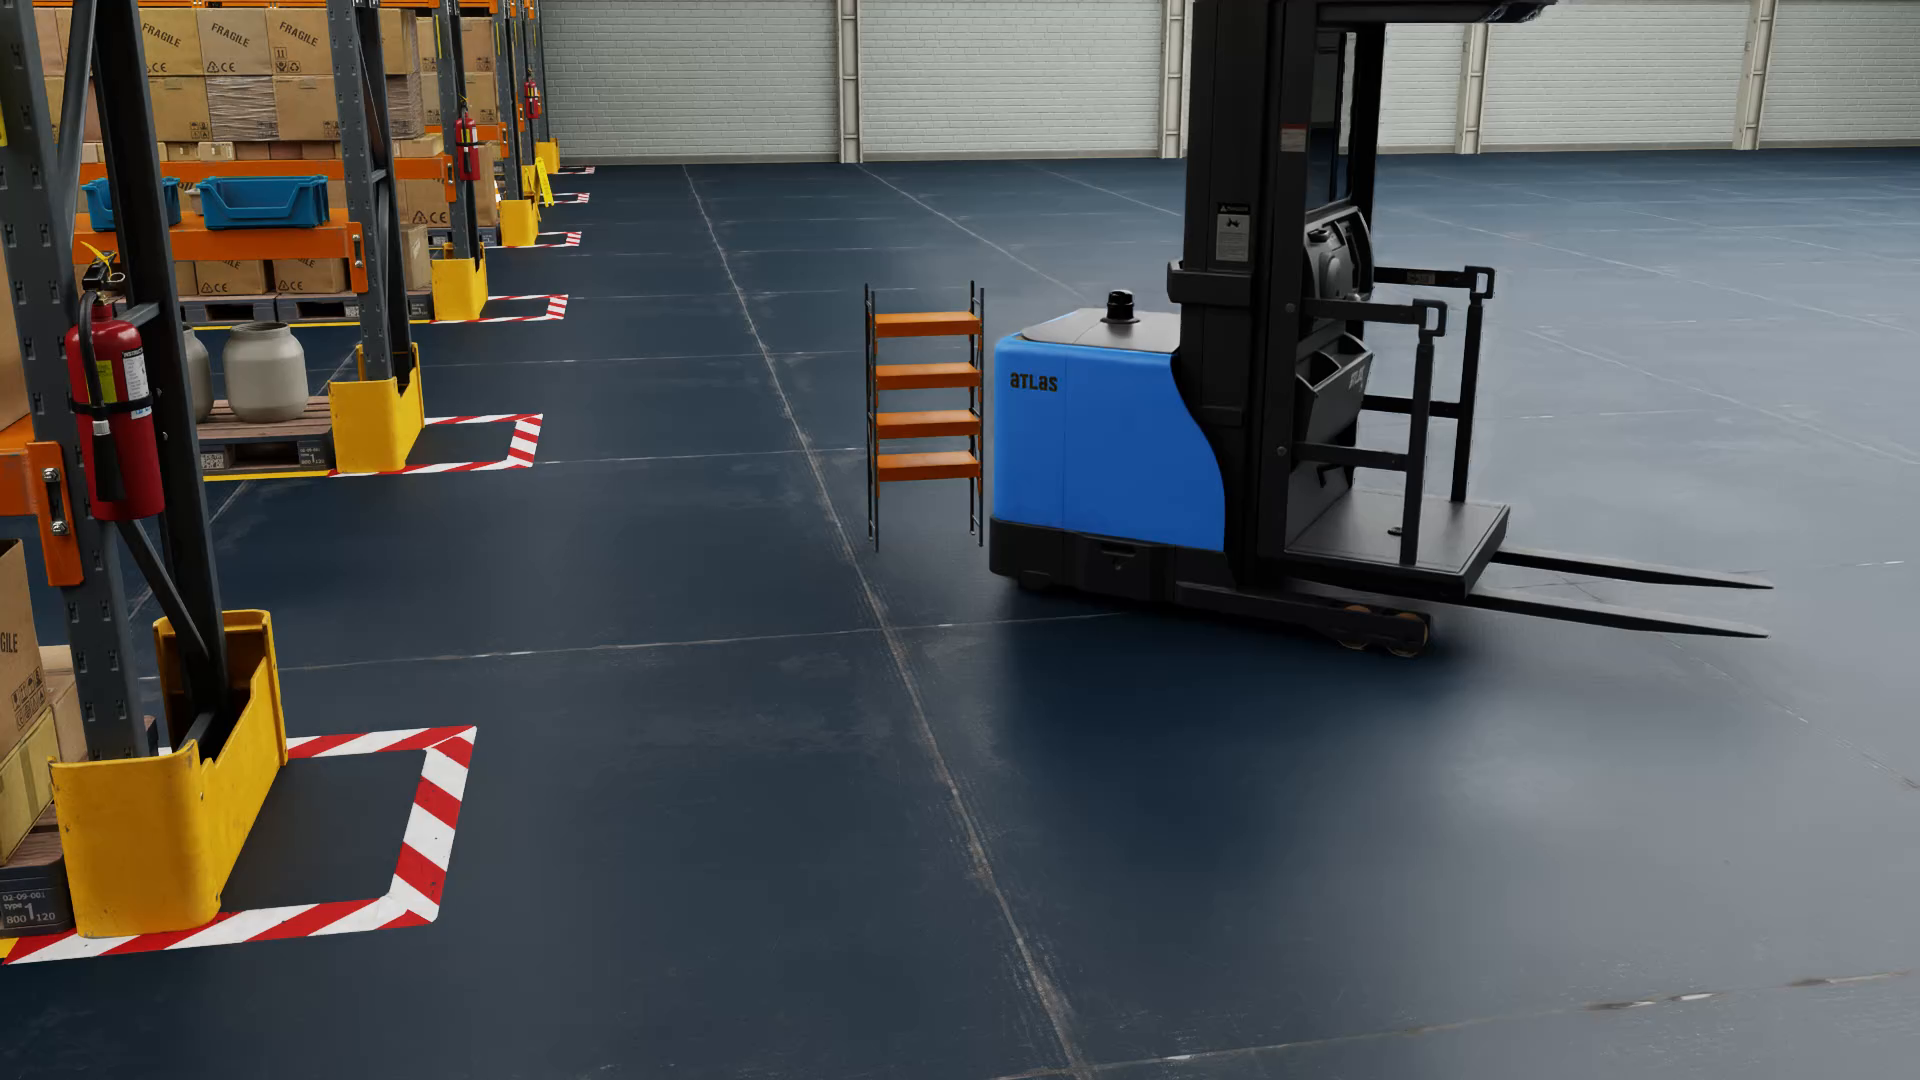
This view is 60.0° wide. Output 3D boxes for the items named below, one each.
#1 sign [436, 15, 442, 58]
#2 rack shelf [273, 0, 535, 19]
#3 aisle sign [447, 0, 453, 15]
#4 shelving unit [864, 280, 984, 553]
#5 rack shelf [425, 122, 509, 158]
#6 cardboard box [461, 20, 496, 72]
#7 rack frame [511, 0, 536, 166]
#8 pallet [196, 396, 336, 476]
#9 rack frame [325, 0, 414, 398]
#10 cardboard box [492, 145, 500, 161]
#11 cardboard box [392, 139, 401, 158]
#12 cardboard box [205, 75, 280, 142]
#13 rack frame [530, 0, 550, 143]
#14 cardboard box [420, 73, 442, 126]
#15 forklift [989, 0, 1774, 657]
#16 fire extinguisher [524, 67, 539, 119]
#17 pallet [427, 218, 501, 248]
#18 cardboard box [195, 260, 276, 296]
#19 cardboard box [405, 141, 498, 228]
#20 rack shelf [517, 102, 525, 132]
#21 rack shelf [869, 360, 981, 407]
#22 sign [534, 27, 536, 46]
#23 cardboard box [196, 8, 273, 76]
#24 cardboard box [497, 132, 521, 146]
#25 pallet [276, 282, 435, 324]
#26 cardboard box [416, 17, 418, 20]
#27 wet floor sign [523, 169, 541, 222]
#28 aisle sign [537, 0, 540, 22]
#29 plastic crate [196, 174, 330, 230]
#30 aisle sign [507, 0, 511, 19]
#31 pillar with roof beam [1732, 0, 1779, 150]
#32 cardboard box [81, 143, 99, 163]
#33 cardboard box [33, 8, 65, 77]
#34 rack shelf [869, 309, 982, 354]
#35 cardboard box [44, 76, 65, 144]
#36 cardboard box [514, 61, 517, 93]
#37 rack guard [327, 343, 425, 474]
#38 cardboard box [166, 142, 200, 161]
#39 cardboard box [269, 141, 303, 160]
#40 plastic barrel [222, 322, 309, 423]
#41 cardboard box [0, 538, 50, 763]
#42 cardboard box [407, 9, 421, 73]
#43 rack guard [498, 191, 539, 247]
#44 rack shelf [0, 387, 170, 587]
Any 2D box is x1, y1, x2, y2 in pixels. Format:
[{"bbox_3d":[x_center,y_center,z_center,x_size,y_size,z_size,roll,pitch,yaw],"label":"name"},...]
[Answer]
[{"bbox_3d":[-4.096,-3.954,13.067,0.005,0.325,0.100,-3,17,-10],"label":"sign"},{"bbox_3d":[-8.970,-8.677,27.070,4.000,0.370,1.077,-3,17,-10],"label":"rack shelf"},{"bbox_3d":[-4.064,-4.571,13.156,0.004,0.787,0.394,-3,17,-10],"label":"aisle sign"},{"bbox_3d":[-0.163,-0.564,7.606,0.503,1.200,0.258,-3,17,-10],"label":"shelving unit"},{"bbox_3d":[-6.987,-4.391,18.225,4.000,0.370,1.077,-3,17,-10],"label":"rack shelf"},{"bbox_3d":[-5.395,-5.425,18.270,0.550,0.550,0.875,-3,17,-10],"label":"cardboard box"},{"bbox_3d":[-6.061,-6.268,23.109,0.127,3.000,1.000,-3,17,-10],"label":"rack frame"},{"bbox_3d":[-4.106,-0.589,9.369,1.213,0.211,1.003,-3,17,-10],"label":"pallet"},{"bbox_3d":[-3.242,-1.983,9.159,0.127,3.000,1.000,-3,17,-10],"label":"rack frame"},{"bbox_3d":[-7.898,-6.443,27.646,0.500,0.250,0.500,-3,17,-10],"label":"cardboard box"},{"bbox_3d":[-4.668,-3.202,13.555,0.250,0.149,0.380,-3,17,-10],"label":"cardboard box"},{"bbox_3d":[-5.694,-3.500,13.422,0.500,0.500,0.875,-3,17,-10],"label":"cardboard box"},{"bbox_3d":[-7.007,-7.698,27.767,0.127,3.000,1.000,-3,17,-10],"label":"rack frame"},{"bbox_3d":[-5.915,-4.847,18.230,0.550,0.550,0.875,-3,17,-10],"label":"cardboard box"},{"bbox_3d":[1.679,-1.131,6.503,3.031,2.935,1.130,8,19,25],"label":"forklift"},{"bbox_3d":[-5.862,-6.104,22.709,0.183,0.674,0.296,-3,17,-10],"label":"fire extinguisher"},{"bbox_3d":[-5.793,-3.446,18.673,1.213,0.211,1.003,-3,17,-10],"label":"pallet"},{"bbox_3d":[-5.996,-2.314,13.780,0.500,0.500,0.500,-2,17,-5],"label":"cardboard box"},{"bbox_3d":[-5.676,-3.975,18.547,0.875,0.875,0.875,-3,17,-10],"label":"cardboard box"},{"bbox_3d":[-8.025,-5.812,22.852,4.000,0.370,1.077,-3,17,-10],"label":"rack shelf"},{"bbox_3d":[-0.163,-0.714,7.560,0.480,0.148,0.258,-3,17,-10],"label":"rack shelf"},{"bbox_3d":[-6.917,-8.208,27.051,0.005,0.325,0.100,-3,17,-10],"label":"sign"},{"bbox_3d":[-5.656,-3.920,13.087,0.500,0.500,0.500,-3,17,-10],"label":"cardboard box"},{"bbox_3d":[-7.425,-6.707,27.654,0.500,0.250,0.500,-3,17,-11],"label":"cardboard box"},{"bbox_3d":[-5.060,-2.039,14.090,1.213,0.211,1.003,-3,17,-10],"label":"pallet"},{"bbox_3d":[-7.501,-6.760,22.333,0.500,0.500,0.700,-3,17,-11],"label":"cardboard box"},{"bbox_3d":[-5.370,-4.293,20.691,0.232,0.644,0.267,-6,18,-20],"label":"wet floor sign"},{"bbox_3d":[-6.887,-8.860,27.122,0.004,0.787,0.394,-3,17,-10],"label":"aisle sign"},{"bbox_3d":[-3.677,-1.798,8.810,0.616,0.251,0.499,-3,17,-10],"label":"plastic crate"},{"bbox_3d":[-5.010,-6.179,18.394,0.004,0.787,0.394,-3,17,-10],"label":"aisle sign"},{"bbox_3d":[16.520,-10.883,27.918,0.400,9.000,9.100,-3,17,-10],"label":"pillar with roof beam"},{"bbox_3d":[-6.856,-3.044,13.042,0.250,0.149,0.380,-3,17,-10],"label":"cardboard box"},{"bbox_3d":[-7.128,-3.836,12.813,0.500,0.500,0.500,-3,17,-10],"label":"cardboard box"},{"bbox_3d":[-0.163,-0.940,7.490,0.480,0.148,0.258,-3,17,-10],"label":"rack shelf"},{"bbox_3d":[-7.158,-3.403,13.105,0.500,0.500,0.875,-3,17,-10],"label":"cardboard box"},{"bbox_3d":[-7.440,-7.643,27.417,0.500,0.500,0.500,-4,17,-12],"label":"cardboard box"},{"bbox_3d":[-3.308,-0.770,9.468,0.348,0.500,1.175,-3,17,-10],"label":"rack guard"},{"bbox_3d":[-6.134,-3.108,13.249,0.250,0.149,0.380,-3,17,-10],"label":"cardboard box"},{"bbox_3d":[-5.405,-3.161,13.424,0.250,0.149,0.380,-3,17,-10],"label":"cardboard box"},{"bbox_3d":[-3.874,-0.936,9.272,0.421,0.512,0.421,0,17,0],"label":"plastic barrel"},{"bbox_3d":[-2.776,0.316,4.365,0.500,0.500,0.500,-3,17,-10],"label":"cardboard box"},{"bbox_3d":[-4.773,-4.127,13.759,0.500,0.500,0.500,-3,17,-10],"label":"cardboard box"},{"bbox_3d":[-5.000,-3.653,18.853,0.348,0.500,1.175,-3,17,-10],"label":"rack guard"},{"bbox_3d":[-4.270,-0.100,4.253,4.000,0.370,1.077,-3,17,-10],"label":"rack shelf"}]
